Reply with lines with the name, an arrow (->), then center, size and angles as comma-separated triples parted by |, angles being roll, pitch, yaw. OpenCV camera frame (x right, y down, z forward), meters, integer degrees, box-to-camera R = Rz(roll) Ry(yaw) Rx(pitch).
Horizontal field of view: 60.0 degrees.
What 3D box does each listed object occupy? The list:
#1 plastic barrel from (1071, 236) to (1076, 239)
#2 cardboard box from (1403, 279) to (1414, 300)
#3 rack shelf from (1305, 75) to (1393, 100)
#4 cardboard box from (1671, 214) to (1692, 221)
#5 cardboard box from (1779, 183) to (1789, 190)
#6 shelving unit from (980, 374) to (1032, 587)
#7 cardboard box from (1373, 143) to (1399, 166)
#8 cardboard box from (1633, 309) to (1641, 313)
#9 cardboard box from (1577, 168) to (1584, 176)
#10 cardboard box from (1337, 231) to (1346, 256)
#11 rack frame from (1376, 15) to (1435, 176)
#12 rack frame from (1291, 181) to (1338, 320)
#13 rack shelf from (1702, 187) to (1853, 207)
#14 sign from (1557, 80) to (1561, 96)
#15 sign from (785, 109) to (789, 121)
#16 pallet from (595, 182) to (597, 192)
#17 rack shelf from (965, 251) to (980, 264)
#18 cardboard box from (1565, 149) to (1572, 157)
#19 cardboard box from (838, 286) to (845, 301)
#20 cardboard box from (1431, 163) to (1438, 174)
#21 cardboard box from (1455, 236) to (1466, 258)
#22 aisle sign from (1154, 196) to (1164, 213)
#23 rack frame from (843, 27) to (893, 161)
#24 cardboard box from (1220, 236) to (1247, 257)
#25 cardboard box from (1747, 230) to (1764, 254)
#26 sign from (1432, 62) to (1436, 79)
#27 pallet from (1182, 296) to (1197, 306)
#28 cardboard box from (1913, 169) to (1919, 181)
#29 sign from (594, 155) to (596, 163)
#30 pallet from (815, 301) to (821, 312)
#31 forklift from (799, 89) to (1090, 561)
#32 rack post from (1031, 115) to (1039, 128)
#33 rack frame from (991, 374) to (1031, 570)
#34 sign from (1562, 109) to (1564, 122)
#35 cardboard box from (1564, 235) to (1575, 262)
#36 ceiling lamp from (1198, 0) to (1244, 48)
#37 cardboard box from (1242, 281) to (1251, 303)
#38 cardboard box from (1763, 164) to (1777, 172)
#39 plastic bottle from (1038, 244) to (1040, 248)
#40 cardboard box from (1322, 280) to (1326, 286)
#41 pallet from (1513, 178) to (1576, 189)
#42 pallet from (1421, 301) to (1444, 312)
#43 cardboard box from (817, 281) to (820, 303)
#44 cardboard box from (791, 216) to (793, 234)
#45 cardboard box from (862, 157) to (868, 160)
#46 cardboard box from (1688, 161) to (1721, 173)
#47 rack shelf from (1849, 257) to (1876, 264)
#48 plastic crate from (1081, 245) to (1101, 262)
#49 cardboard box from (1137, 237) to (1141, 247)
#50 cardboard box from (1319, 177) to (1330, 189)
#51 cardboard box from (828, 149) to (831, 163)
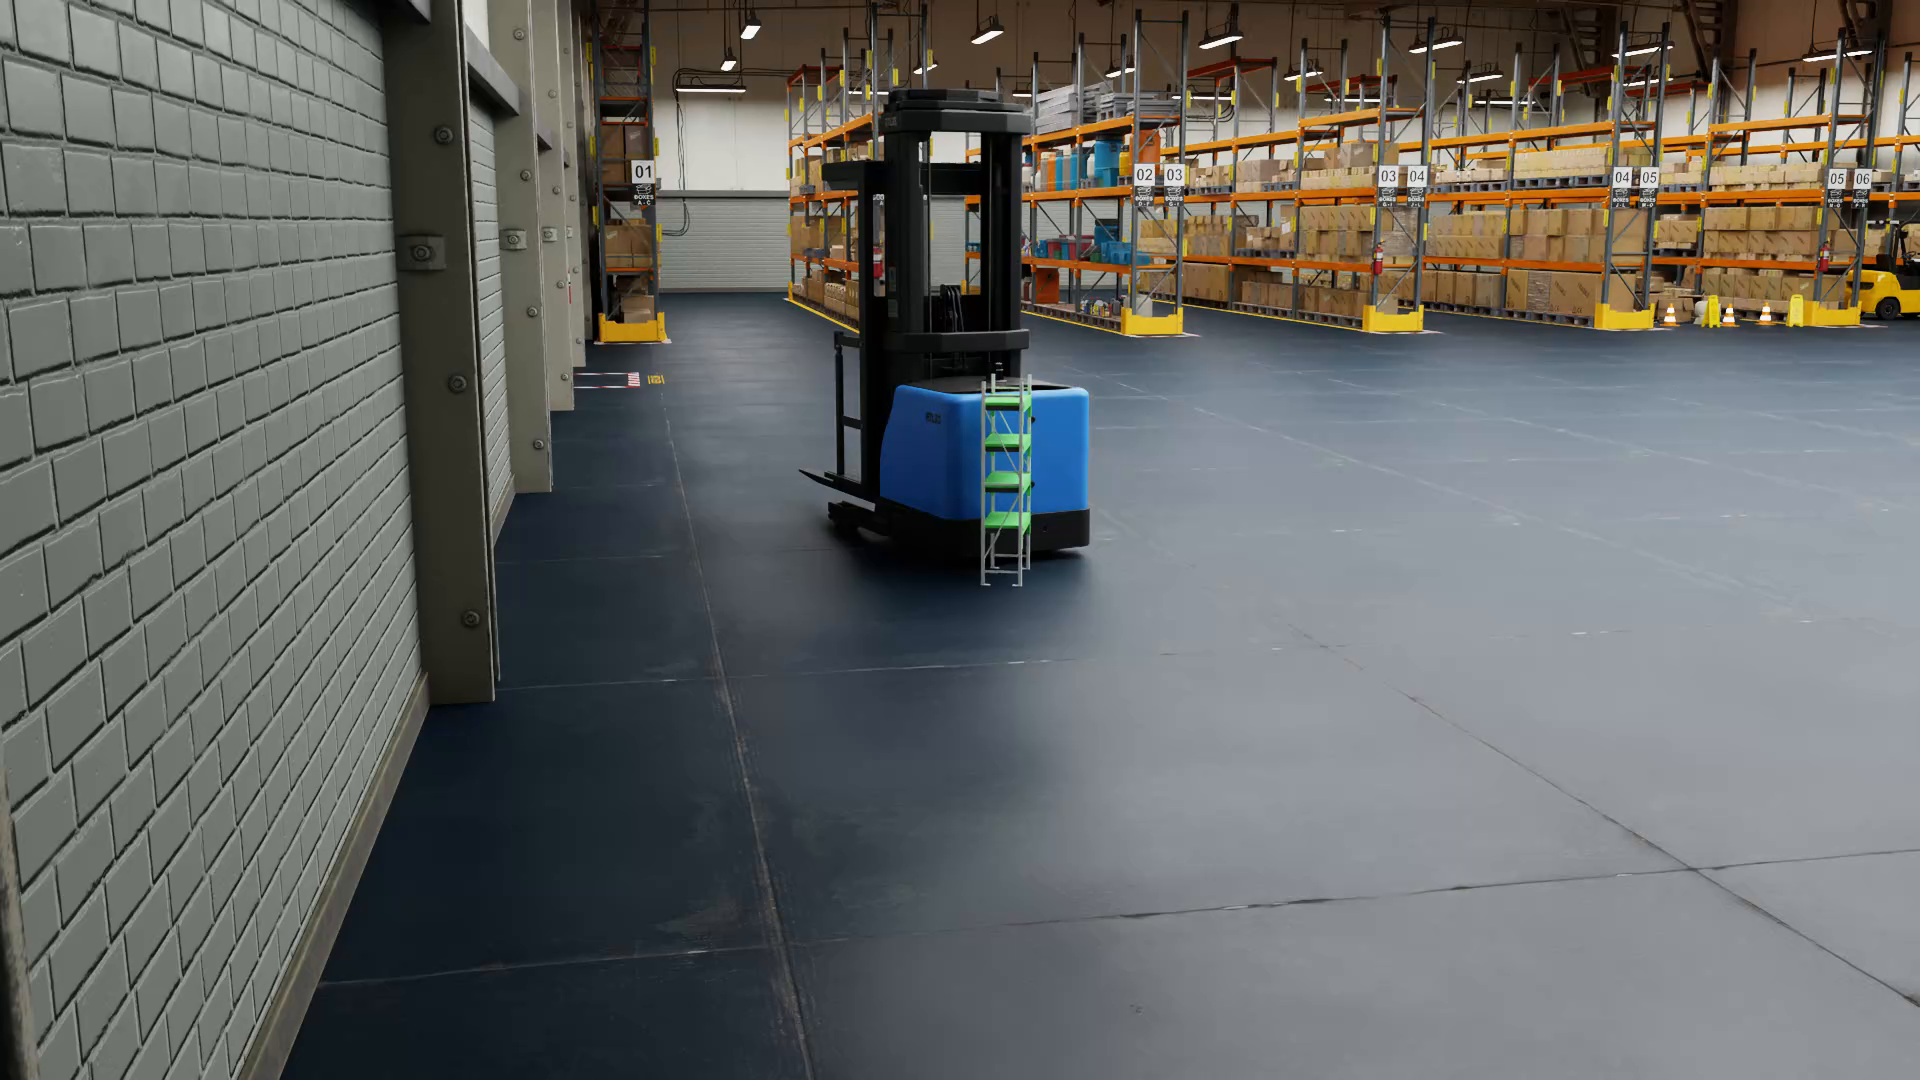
plastic barrel -> 2.700, -6.714, 38.150 | 0.421, 0.512, 0.421 | 0, 11, 0
cardboard box -> 11.568, -6.349, 42.092 | 0.500, 0.500, 0.500 | -2, 11, -11
rack shelf -> 10.785, -12.586, 46.291 | 1.077, 0.370, 4.000 | -2, 11, -11
cardboard box -> 17.108, -7.647, 39.429 | 0.380, 0.149, 0.250 | -2, 11, -13
cardboard box -> 17.822, -7.583, 35.665 | 0.380, 0.149, 0.250 | -2, 11, -11
shelving unit -> 0.277, -0.365, 9.907 | 0.258, 1.200, 0.503 | 1, 11, 8
cardboard box -> 8.599, -7.827, 33.872 | 0.500, 0.500, 0.500 | -2, 11, -11
cardboard box -> 14.871, -4.934, 36.411 | 0.396, 0.266, 0.258 | 0, 11, -1
cardboard box -> 12.963, -7.586, 34.289 | 0.380, 0.149, 0.250 | -2, 11, -10
cardboard box -> 8.273, -6.108, 34.202 | 0.875, 0.500, 0.500 | -2, 11, -11
rack frame -> 8.623, -8.577, 32.194 | 1.000, 3.000, 0.127 | -2, 11, -11
rack frame -> 7.845, -6.364, 36.609 | 1.000, 3.000, 0.127 | -2, 11, -11
rack shelf -> 17.955, -7.478, 36.362 | 1.077, 0.370, 4.000 | -2, 11, -11
sign -> 13.279, -10.025, 36.879 | 0.100, 0.325, 0.005 | -2, 11, -11
sign -> -4.739, -11.630, 45.524 | 0.100, 0.325, 0.005 | -2, 11, -11
pallet -> -7.686, -8.054, 37.972 | 1.213, 0.211, 1.003 | -2, 11, -8
rack shelf -> 1.042, -7.664, 45.366 | 1.077, 0.370, 4.000 | -2, 11, -11
cardboard box -> 12.863, -8.072, 34.710 | 0.380, 0.149, 0.250 | -2, 11, -12
cardboard box -> -2.340, -5.294, 35.721 | 0.500, 0.311, 0.500 | -2, 11, -9
cardboard box -> 11.618, -9.223, 41.293 | 0.396, 0.266, 0.258 | -2, 11, -11
cardboard box -> 12.069, -6.939, 39.364 | 0.500, 0.500, 0.500 | -2, 11, -12
aisle sign -> 5.791, -9.866, 48.056 | 0.394, 0.787, 0.004 | -2, 11, -11
rack frame -> -1.873, -8.951, 34.159 | 1.000, 3.000, 0.127 | -2, 11, -11
cardboard box -> 6.728, -7.228, 40.882 | 0.500, 0.500, 0.500 | -2, 11, -9
cardboard box -> 17.701, -6.553, 36.539 | 0.500, 0.500, 0.500 | -2, 11, -10
sign -> 9.155, -9.095, 32.203 | 0.100, 0.325, 0.005 | -2, 11, -11
pallet -> 6.513, -6.322, 43.850 | 1.003, 0.211, 1.213 | -2, 11, -11
cardboard box -> 22.357, -8.429, 38.286 | 0.500, 0.311, 0.500 | -2, 11, -10
sign -> -7.275, -7.724, 33.295 | 0.100, 0.325, 0.005 | -2, 11, -11
pallet -> -2.993, -5.730, 40.735 | 1.003, 0.211, 1.213 | -2, 11, -11
forklift -> -0.277, -1.544, 11.470 | 1.130, 2.935, 3.031 | -5, 12, -26
rack post -> 2.028, -9.959, 39.654 | 0.954, 0.300, 0.937 | -2, 11, -11
rack frame -> 0.310, -0.410, 10.144 | 0.240, 1.200, 0.015 | 1, 11, 8
sign -> 16.540, -11.658, 45.671 | 0.100, 0.325, 0.005 | -2, 11, -11
cardboard box -> 13.277, -6.139, 35.029 | 0.875, 0.550, 0.550 | -2, 11, -11
ceiling lamp -> 5.758, -12.075, 34.961 | 0.800, 3.185, 2.000 | -2, 11, -11
cardboard box -> 7.217, -5.963, 40.014 | 0.700, 0.500, 0.500 | -3, 11, -14
cardboard box -> 17.657, -8.064, 36.057 | 0.380, 0.149, 0.250 | -2, 11, -10
plastic bottle -> 2.022, -7.238, 41.333 | 0.144, 0.351, 0.185 | -2, 11, -11
cardboard box -> 10.560, -7.335, 47.416 | 0.380, 0.149, 0.250 | -2, 11, -8
pallet -> 12.879, -7.805, 36.397 | 1.003, 0.211, 1.213 | -2, 11, -11
pallet -> 12.031, -5.742, 40.800 | 1.003, 0.211, 1.213 | -2, 11, -11
cardboard box -> -3.163, -5.984, 40.122 | 0.500, 0.500, 0.500 | -3, 11, -13
cardboard box -> -4.379, -8.654, 45.702 | 0.500, 0.500, 0.500 | -2, 11, -9
cardboard box -> -1.577, -7.147, 31.606 | 0.500, 0.250, 0.500 | -2, 11, -11
cardboard box -> 17.328, -8.678, 38.684 | 0.500, 0.250, 0.500 | -2, 11, -10
rack shelf -> 22.045, -6.919, 41.449 | 1.077, 0.370, 4.000 | -2, 11, -11
plastic crate -> 2.964, -6.053, 35.140 | 0.767, 0.338, 0.504 | -2, 11, -11
cardboard box -> 5.340, -8.539, 47.644 | 0.500, 0.250, 0.500 | -2, 11, -13
cardboard box -> 7.875, -7.483, 34.870 | 0.500, 0.250, 0.500 | -3, 11, -13
cardboard box -> -2.829, -8.925, 39.104 | 0.500, 0.500, 0.500 | -2, 11, -11
